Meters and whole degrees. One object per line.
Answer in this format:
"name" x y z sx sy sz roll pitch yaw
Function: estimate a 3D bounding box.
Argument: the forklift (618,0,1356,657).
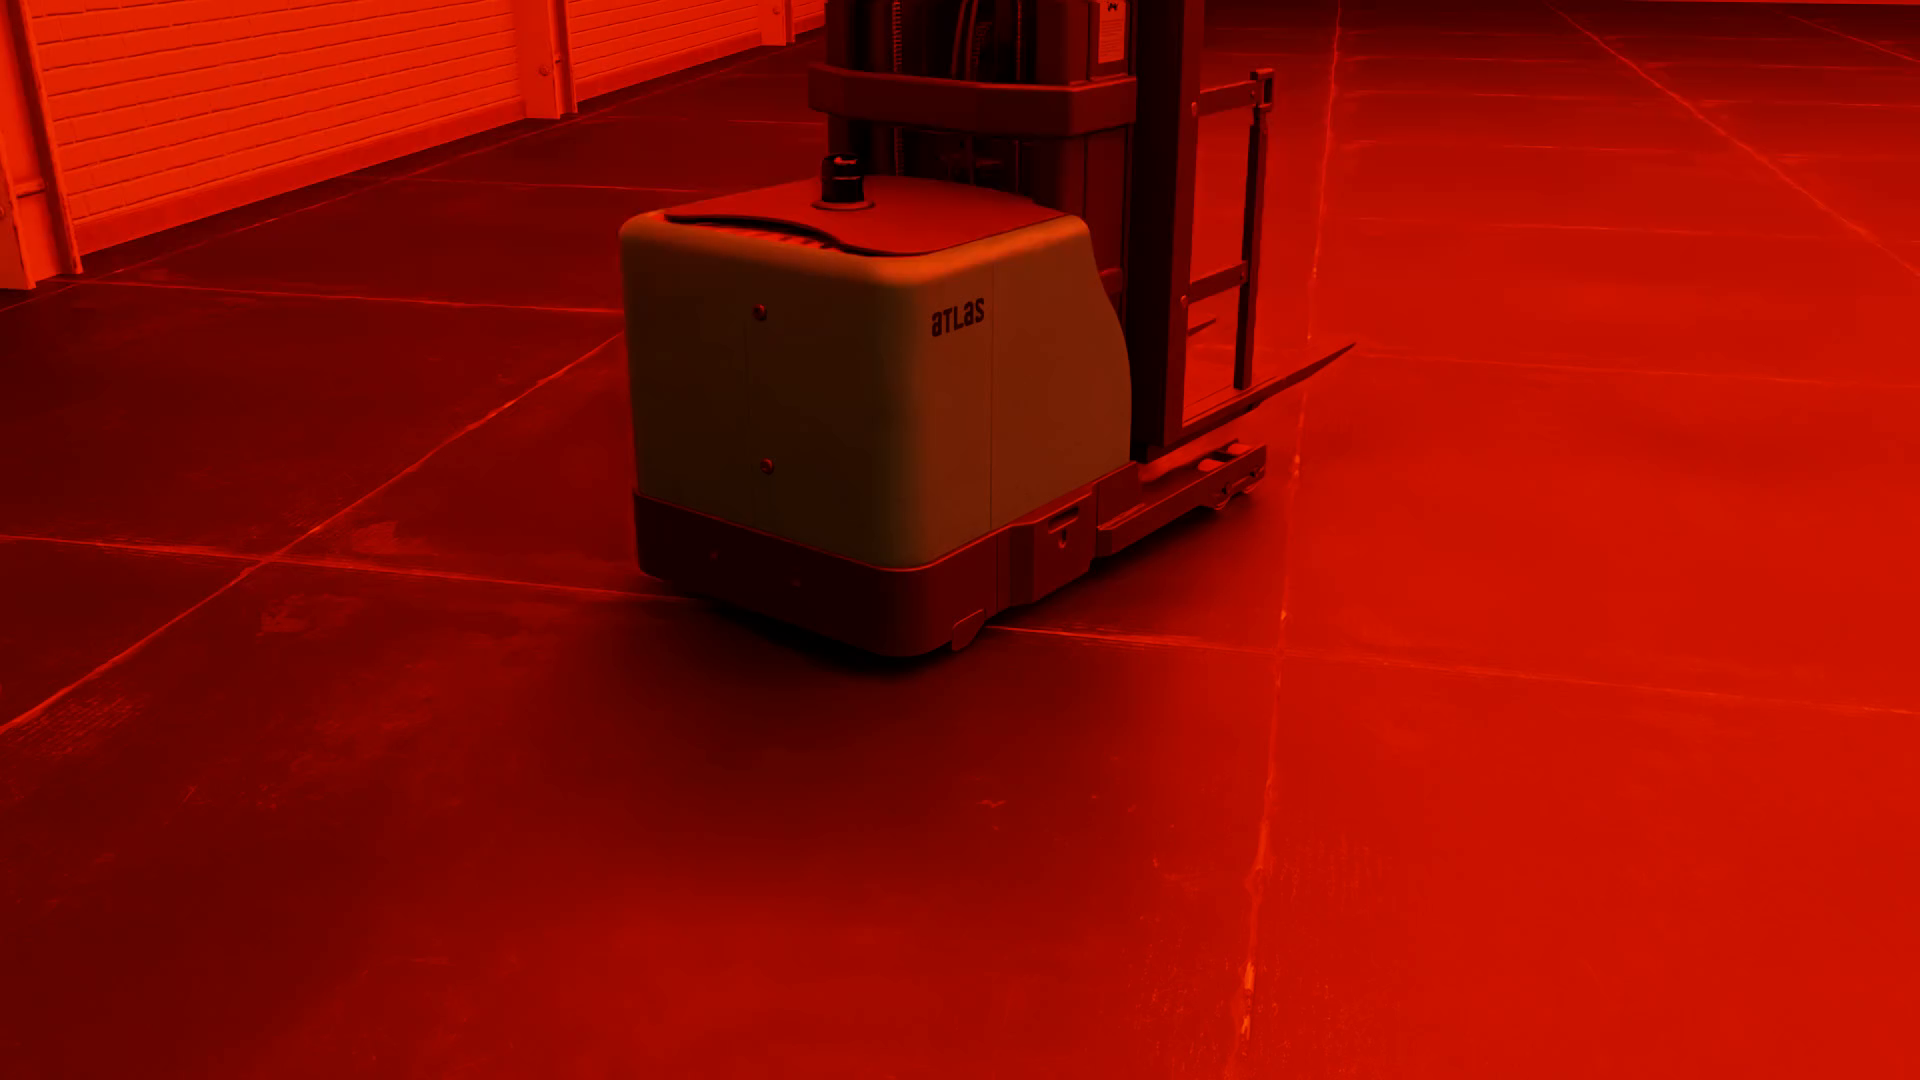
"forklift" 0.364 -1.551 5.071 1.130 2.935 3.031 16 27 34
